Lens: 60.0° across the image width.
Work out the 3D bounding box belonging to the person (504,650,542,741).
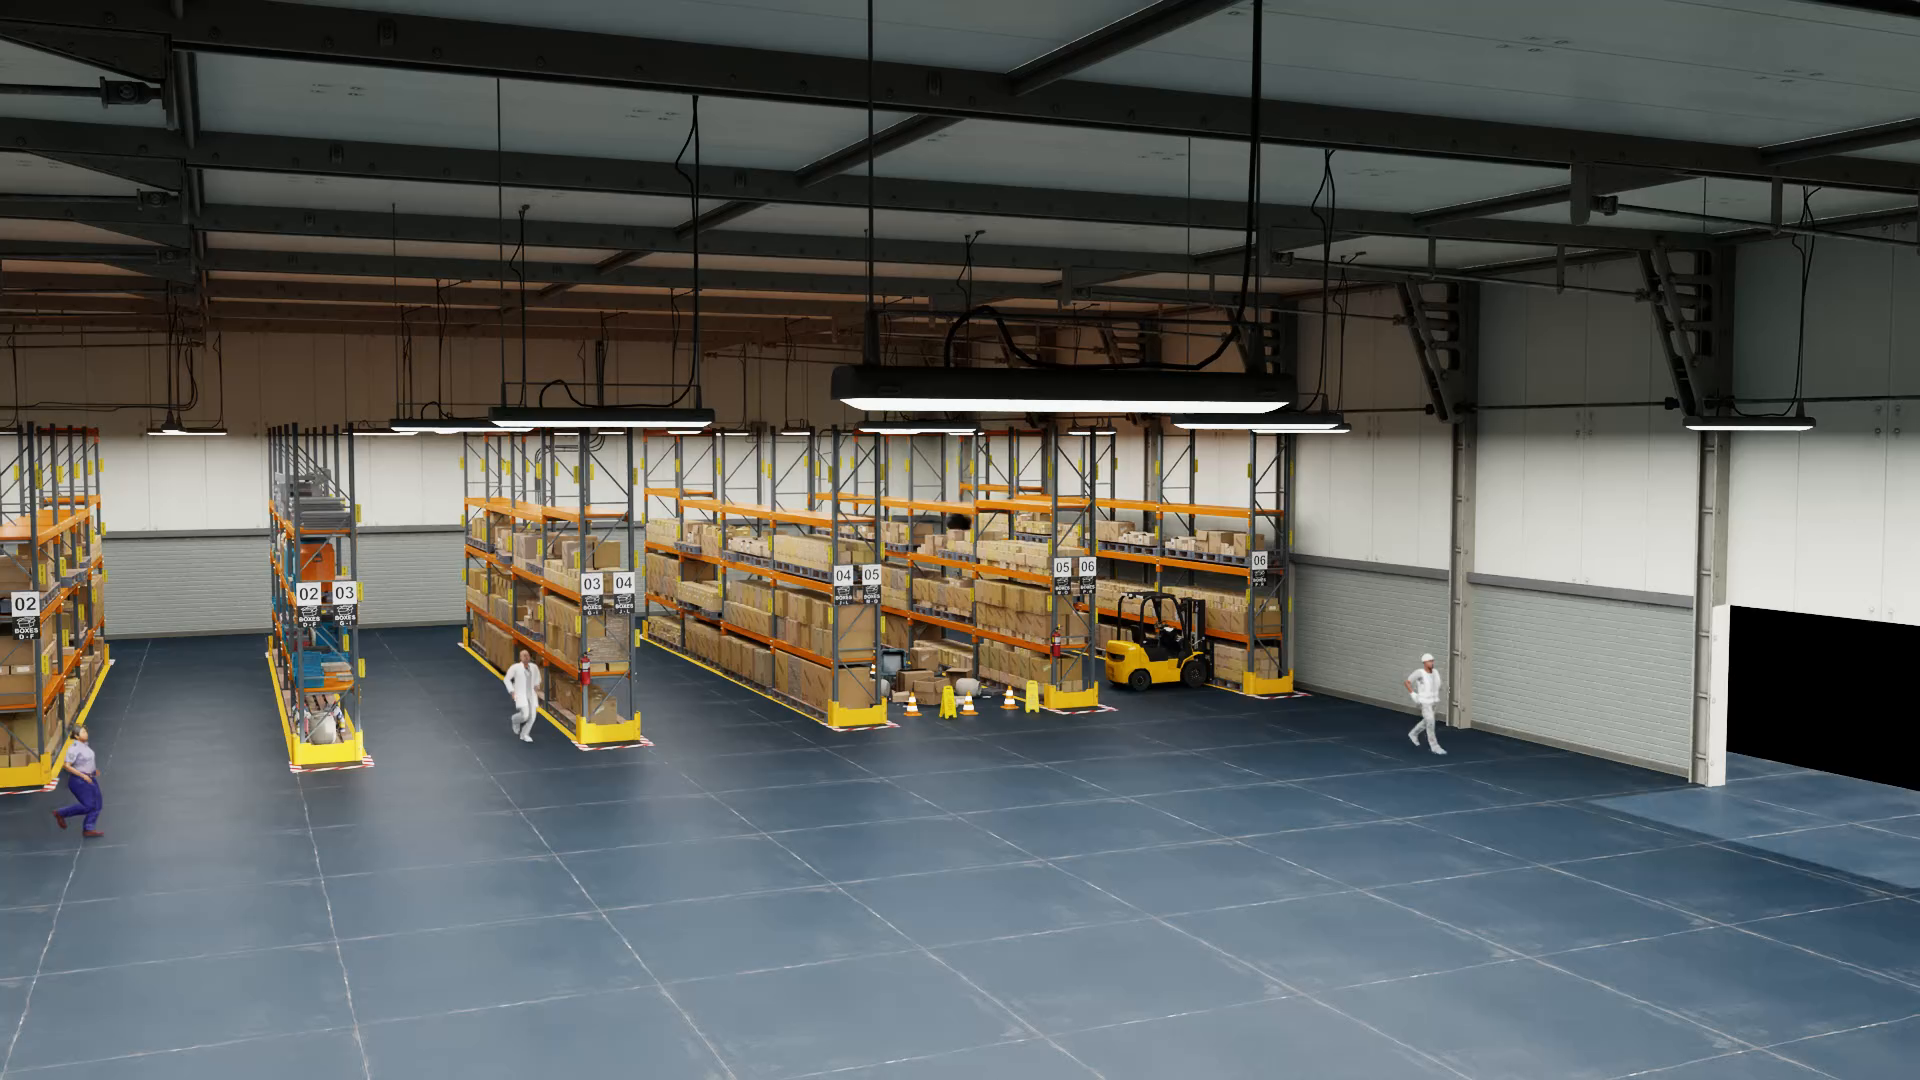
[{"bbox_3d":[-8.226,2.975,31.461,0.709,1.625,0.612,-3,5,-41],"label":"person"}]

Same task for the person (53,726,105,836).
[{"bbox_3d":[-12.653,3.464,23.897,0.644,1.601,0.607,-1,4,-10],"label":"person"}]

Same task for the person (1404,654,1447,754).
[{"bbox_3d":[8.516,2.952,30.279,0.700,1.769,0.997,-2,4,-32],"label":"person"}]

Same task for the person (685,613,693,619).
[{"bbox_3d":[-8.189,1.826,49.439,0.754,1.849,0.640,-2,4,-33],"label":"person"}]
